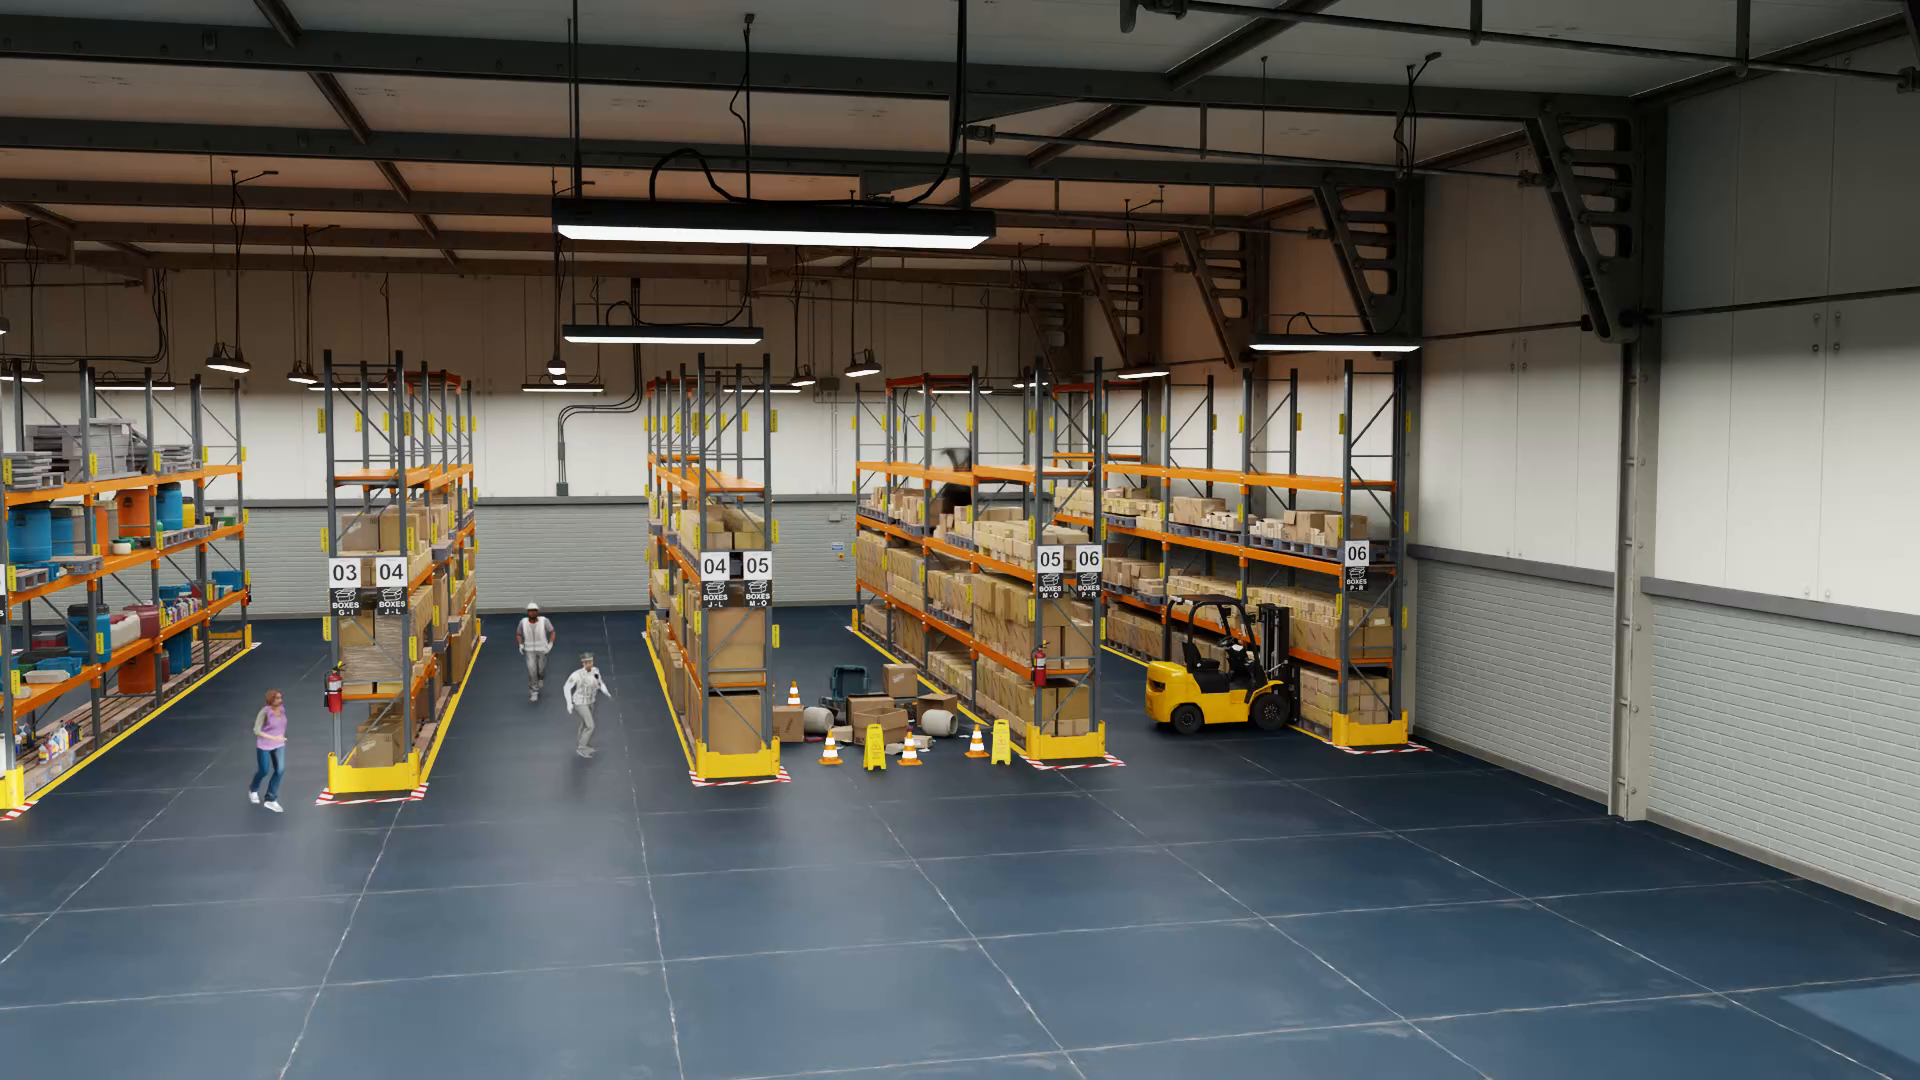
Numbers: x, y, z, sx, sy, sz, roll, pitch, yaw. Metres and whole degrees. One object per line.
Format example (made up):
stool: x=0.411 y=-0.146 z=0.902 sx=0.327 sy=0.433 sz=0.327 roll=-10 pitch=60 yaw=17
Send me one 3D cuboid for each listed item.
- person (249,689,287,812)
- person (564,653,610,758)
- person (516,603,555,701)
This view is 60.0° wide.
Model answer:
person: x=-9.056 y=2.718 z=21.704 sx=0.723 sy=1.576 sz=0.527 roll=3 pitch=5 yaw=37
person: x=-5.601 y=2.491 z=25.069 sx=0.780 sy=1.633 sz=0.610 roll=2 pitch=4 yaw=26
person: x=-7.752 y=2.021 z=30.398 sx=0.694 sy=1.774 sz=0.702 roll=-1 pitch=4 yaw=-8
